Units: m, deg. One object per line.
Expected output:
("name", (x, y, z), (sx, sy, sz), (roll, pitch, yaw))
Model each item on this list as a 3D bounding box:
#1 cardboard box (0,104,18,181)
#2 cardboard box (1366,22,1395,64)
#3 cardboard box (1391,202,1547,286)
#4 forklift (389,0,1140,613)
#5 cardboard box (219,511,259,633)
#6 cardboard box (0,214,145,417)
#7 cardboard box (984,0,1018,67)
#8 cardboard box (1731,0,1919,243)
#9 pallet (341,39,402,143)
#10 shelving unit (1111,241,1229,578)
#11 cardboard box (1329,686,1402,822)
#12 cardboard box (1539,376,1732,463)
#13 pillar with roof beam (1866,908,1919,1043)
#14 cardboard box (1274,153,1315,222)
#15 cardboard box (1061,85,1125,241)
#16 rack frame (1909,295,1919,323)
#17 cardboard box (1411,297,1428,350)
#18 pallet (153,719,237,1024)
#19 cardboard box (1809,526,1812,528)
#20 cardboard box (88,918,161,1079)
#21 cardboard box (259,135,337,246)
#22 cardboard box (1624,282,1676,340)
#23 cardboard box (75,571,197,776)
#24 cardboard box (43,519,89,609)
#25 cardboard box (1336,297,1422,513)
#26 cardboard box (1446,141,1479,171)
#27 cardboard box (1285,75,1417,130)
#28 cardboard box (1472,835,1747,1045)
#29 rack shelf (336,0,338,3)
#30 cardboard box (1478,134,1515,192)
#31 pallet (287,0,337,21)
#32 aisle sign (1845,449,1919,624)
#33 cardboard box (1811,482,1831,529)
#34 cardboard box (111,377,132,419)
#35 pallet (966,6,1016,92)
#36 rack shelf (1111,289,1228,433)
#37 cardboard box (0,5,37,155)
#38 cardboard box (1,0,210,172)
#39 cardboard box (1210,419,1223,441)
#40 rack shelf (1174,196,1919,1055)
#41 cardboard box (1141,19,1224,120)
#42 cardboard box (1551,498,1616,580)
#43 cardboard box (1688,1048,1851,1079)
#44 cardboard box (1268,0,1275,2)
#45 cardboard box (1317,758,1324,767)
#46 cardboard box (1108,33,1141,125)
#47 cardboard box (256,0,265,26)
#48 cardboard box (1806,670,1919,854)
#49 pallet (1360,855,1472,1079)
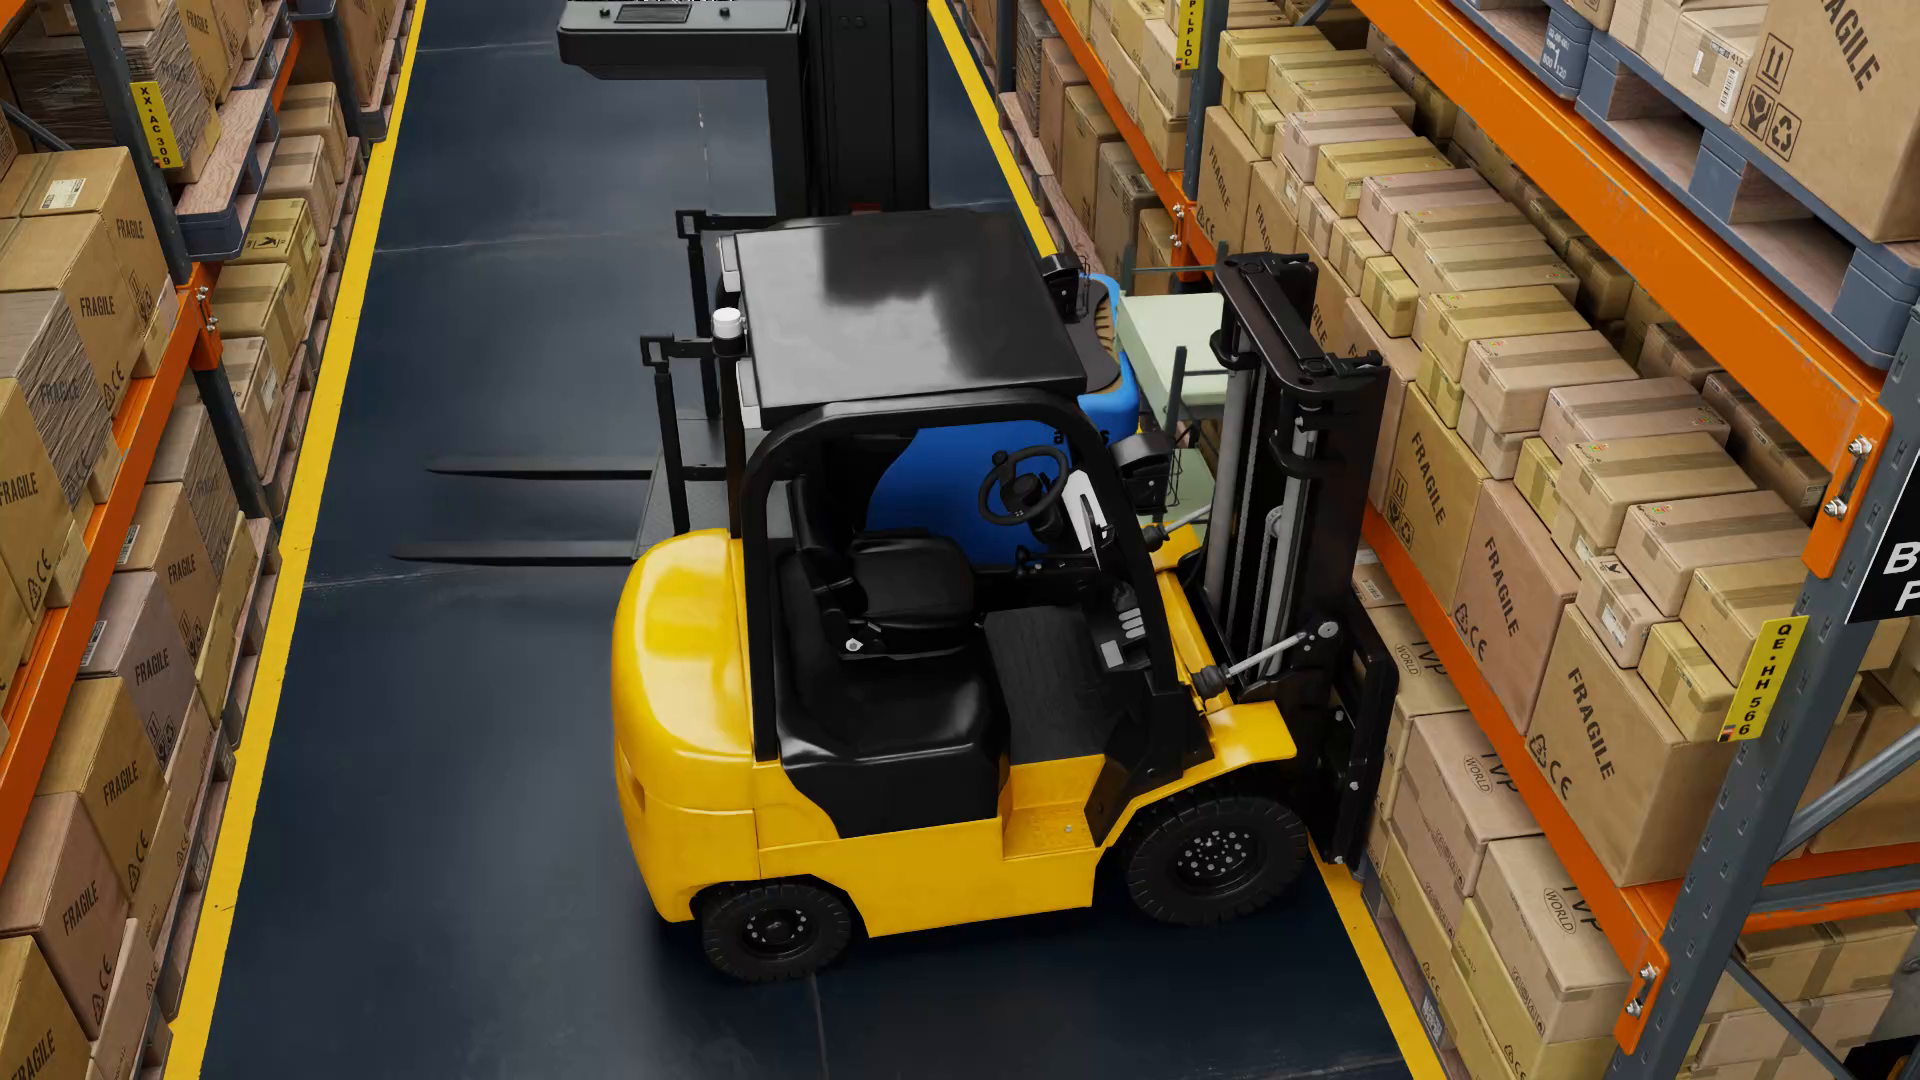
("cardboard box", (-3.589, -1.362, 5.419), (0.700, 0.500, 0.500), (-7, 38, -8))
("cardboard box", (1.787, -1.888, 6.383), (0.380, 0.149, 0.250), (-6, 38, -8))
("cardboard box", (1.563, -0.906, 5.118), (0.380, 0.149, 0.250), (-6, 38, -8))
("forklift", (-0.828, -1.127, 6.312), (3.031, 2.935, 1.130), (0, 38, 0))
("cardboard box", (-3.084, 0.149, 6.512), (0.500, 0.250, 0.500), (-5, 38, -6))
("cardboard box", (-3.033, -0.704, 5.388), (0.500, 0.500, 0.500), (-5, 38, -6))
("cardboard box", (0.447, -3.462, 10.957), (0.500, 0.500, 0.500), (-5, 38, -7))
("cardboard box", (1.818, -0.890, 3.000), (0.500, 0.500, 0.500), (-5, 38, -6))
("pallet", (-4.218, -2.898, 10.809), (1.003, 0.211, 1.213), (-6, 38, -8))
("shelving unit", (0.839, -0.287, 6.381), (0.431, 1.500, 0.755), (-4, 38, -9))
("cardboard box", (1.553, 0.629, 5.487), (0.500, 0.250, 0.500), (-7, 38, -9))
("cardboard box", (1.748, -0.285, 4.320), (0.380, 0.149, 0.250), (-6, 38, -8))
("pillar with roof beam", (-1.338, -1.643, 2.030), (9.100, 9.000, 0.400), (-6, 38, -8))
("cardboard box", (1.321, -1.243, 5.794), (0.380, 0.149, 0.250), (-5, 38, -7))
("cardboard box", (1.069, -2.101, 9.102), (0.875, 0.625, 0.625), (-8, 39, -10))
("rack frame", (2.135, -1.588, 1.960), (1.000, 3.000, 0.127), (-6, 38, -8))
("cardboard box", (1.594, -0.627, 5.002), (0.380, 0.149, 0.250), (-6, 38, -8))
("pallet", (-3.083, 1.142, 5.608), (1.003, 0.211, 1.213), (-6, 38, -8))
("cardboard box", (2.187, -0.044, 4.251), (0.380, 0.149, 0.250), (-7, 38, -9))
("cardboard box", (-2.702, 1.411, 4.888), (0.500, 0.250, 0.500), (-5, 38, -6))
("cardboard box", (-3.927, -1.856, 8.994), (0.950, 0.372, 0.625), (-7, 38, -9))
("cardboard box", (2.165, -0.655, 4.795), (0.380, 0.149, 0.250), (-7, 38, -9))
("cardboard box", (-2.903, 0.468, 5.490), (0.500, 0.500, 0.500), (-4, 38, -6))
("cardboard box", (-2.818, 0.084, 4.902), (0.380, 0.149, 0.250), (-6, 38, -8))
("cardboard box", (1.519, -0.454, 5.308), (0.500, 0.500, 0.500), (-6, 38, -8))
("cardboard box", (1.943, -1.304, 5.873), (0.380, 0.149, 0.250), (-6, 38, -8))
("cardboard box", (1.386, -1.523, 5.912), (0.380, 0.149, 0.250), (-7, 38, -9))
("cardboard box", (1.747, 1.061, 4.523), (0.500, 0.250, 0.500), (-5, 38, -6))
("rack shelf", (-4.504, -4.439, 11.105), (1.077, 0.370, 4.000), (-6, 38, -8))
("cardboard box", (1.981, -1.270, 5.588), (0.380, 0.149, 0.250), (-7, 38, -9))
("pallet", (-3.924, -3.020, 8.849), (1.213, 0.211, 1.003), (-6, 38, -8))
("aisle sign", (1.857, -0.175, 2.911), (0.394, 0.787, 0.004), (-6, 38, -8))
("cardboard box", (2.302, -0.026, 3.985), (0.380, 0.149, 0.250), (-5, 38, -6))
("cardboard box", (-3.076, -0.523, 5.683), (0.380, 0.149, 0.250), (-6, 38, -8))
("pallet", (0.639, -3.405, 11.461), (1.003, 0.211, 1.213), (-6, 38, -8))
("rack shelf", (0.855, -0.597, 6.144), (0.431, 0.370, 0.720), (-4, 38, -9))
("cardboard box", (-3.759, -1.676, 6.297), (0.500, 0.500, 0.500), (-7, 38, -9))
("cardboard box", (-3.252, -1.736, 6.373), (0.500, 0.500, 0.500), (-5, 38, -7))
("cardboard box", (1.289, -0.474, 6.500), (0.500, 0.250, 0.500), (-6, 38, -8))
("rack shelf", (1.784, -0.143, 5.576), (1.077, 0.370, 4.000), (-6, 38, -8))
("cardboard box", (1.096, -2.043, 7.149), (0.500, 0.250, 0.500), (-7, 38, -9))
("cardboard box", (1.739, -0.009, 4.206), (0.380, 0.149, 0.250), (-6, 38, -7))
("cardboard box", (2.242, 1.383, 4.924), (0.500, 0.250, 0.500), (-6, 38, -8))
("cardboard box", (1.545, -2.485, 7.393), (0.380, 0.149, 0.250), (-6, 38, -8))
("cardboard box", (1.472, 0.535, 6.015), (0.500, 0.250, 0.500), (-5, 38, -7))
("cardboard box", (0.994, -2.155, 7.702), (0.500, 0.250, 0.500), (-6, 38, -8))
("cardboard box", (-3.515, -2.482, 7.862), (0.380, 0.149, 0.250), (-7, 38, -9))
("cardboard box", (2.322, 0.412, 4.193), (0.500, 0.500, 0.500), (-5, 38, -6))
("pallet", (1.960, 1.424, 5.244), (1.003, 0.211, 1.213), (-6, 38, -8))
